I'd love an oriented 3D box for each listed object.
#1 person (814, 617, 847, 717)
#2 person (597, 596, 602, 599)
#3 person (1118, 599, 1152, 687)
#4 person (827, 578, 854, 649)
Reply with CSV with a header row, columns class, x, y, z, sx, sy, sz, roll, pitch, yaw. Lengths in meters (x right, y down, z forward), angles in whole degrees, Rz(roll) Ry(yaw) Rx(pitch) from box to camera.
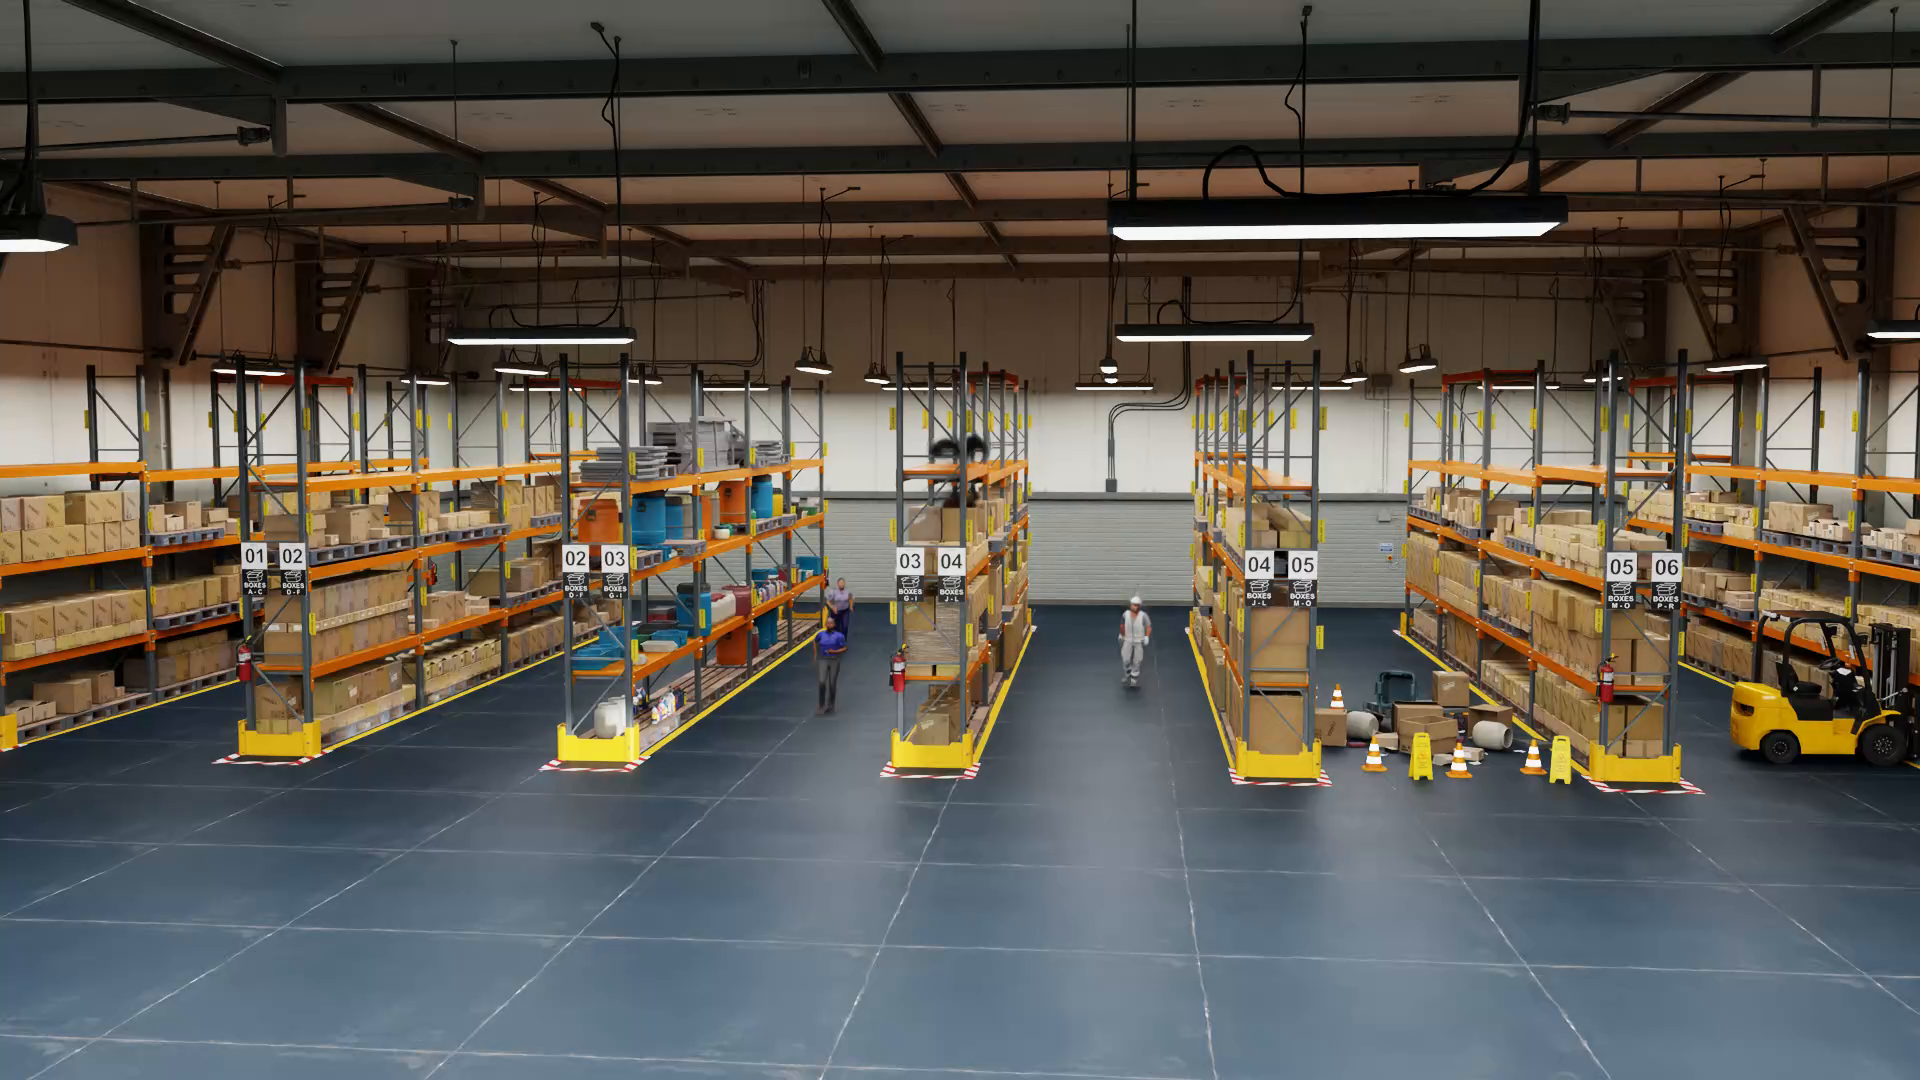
class,x,y,z,sx,sy,sz,roll,pitch,yaw
person,-2.223,2.168,28.542,0.592,1.695,0.699,0,4,1
person,-8.991,1.137,42.712,0.878,1.726,0.713,2,5,32
person,3.242,1.932,31.008,0.678,1.709,0.875,1,4,11
person,-2.630,1.622,36.536,0.615,1.593,0.655,-1,4,-16
